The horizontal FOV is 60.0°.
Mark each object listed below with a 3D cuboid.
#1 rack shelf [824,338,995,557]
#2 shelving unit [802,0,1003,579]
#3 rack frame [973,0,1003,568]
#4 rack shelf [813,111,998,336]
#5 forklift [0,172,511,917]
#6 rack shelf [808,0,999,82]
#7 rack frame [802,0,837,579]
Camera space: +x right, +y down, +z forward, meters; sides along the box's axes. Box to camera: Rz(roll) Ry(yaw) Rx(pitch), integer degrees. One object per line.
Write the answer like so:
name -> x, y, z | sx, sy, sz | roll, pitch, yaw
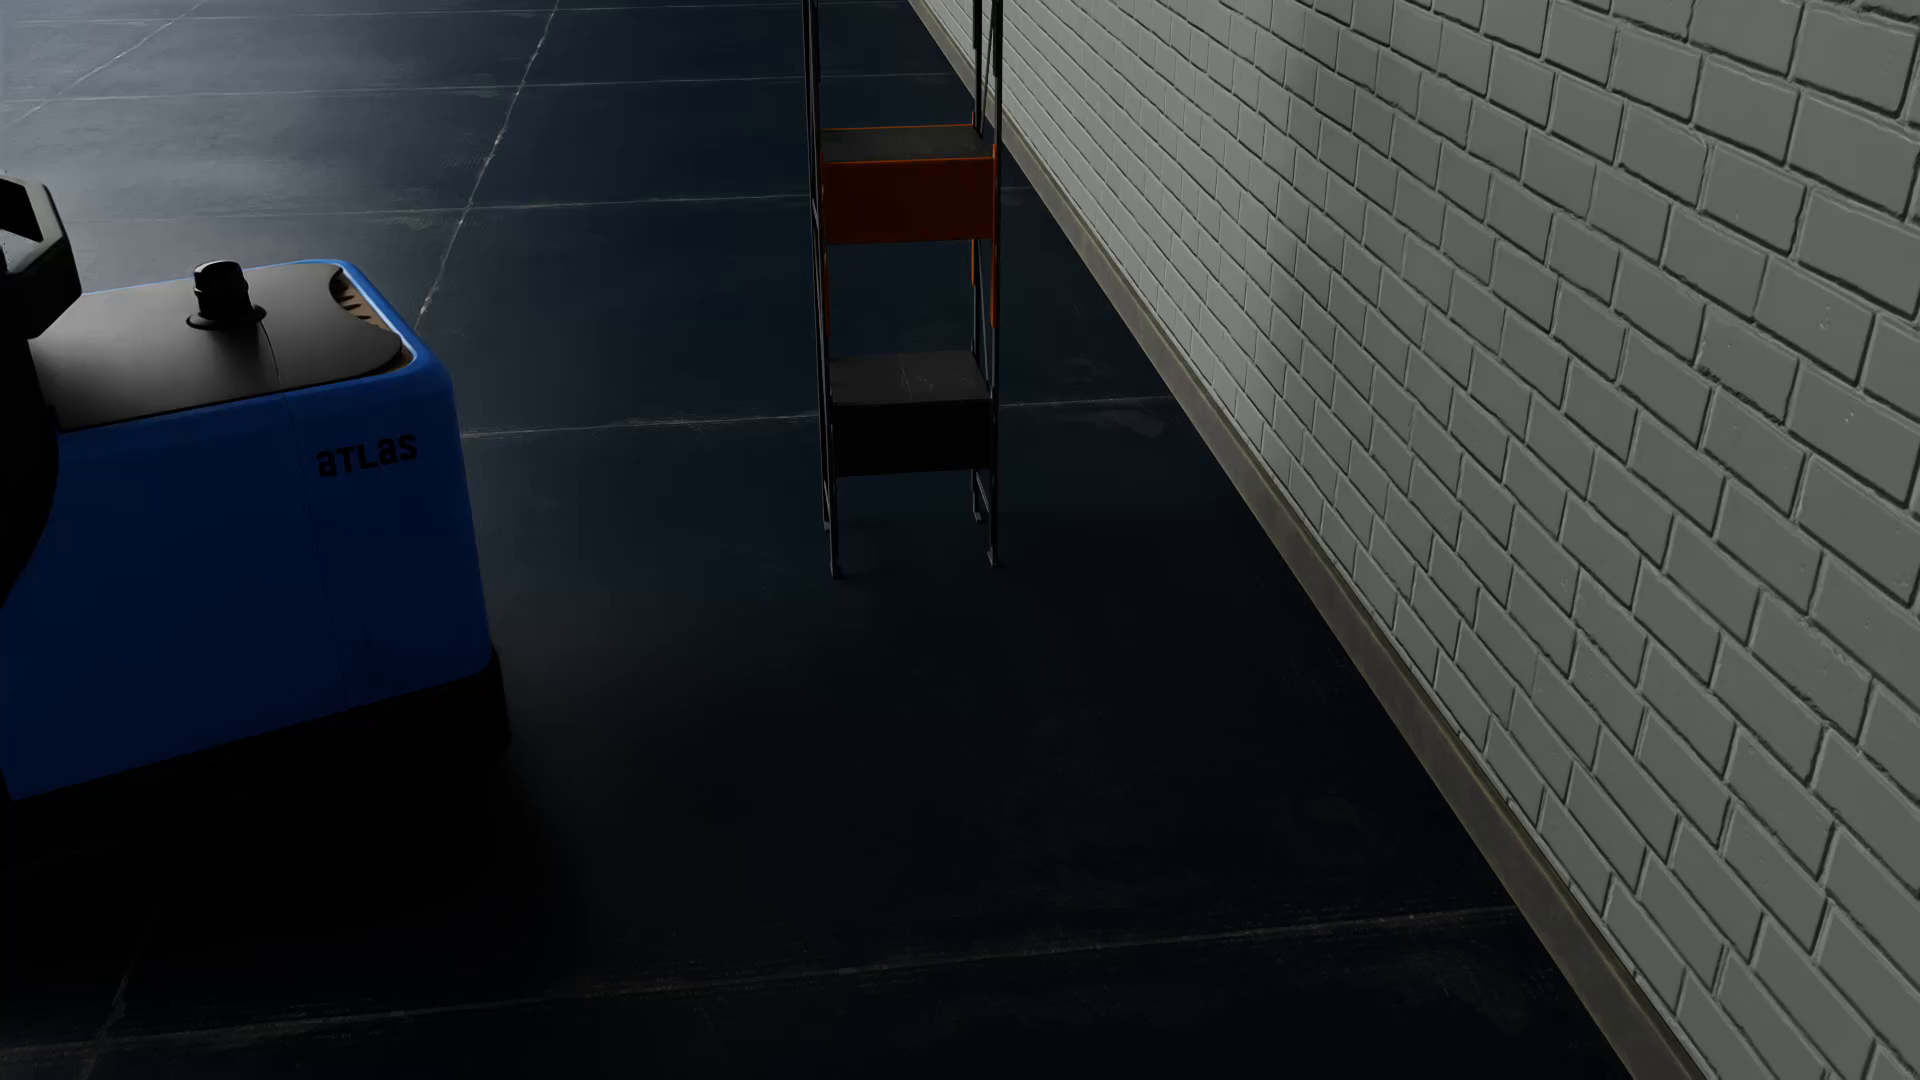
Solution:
rack shelf -> -0.164, -0.289, 5.076 | 0.480, 0.518, 0.431 | -4, 27, -7
shelving unit -> -0.164, -0.924, 4.750 | 0.503, 2.100, 0.431 | -4, 27, -7
rack frame -> 0.078, -0.939, 4.780 | 0.015, 2.100, 0.400 | -4, 27, -7
rack shelf -> -0.164, -0.912, 4.756 | 0.480, 0.518, 0.431 | -4, 27, -7
forklift -> -2.644, -0.570, 3.151 | 3.031, 2.935, 1.130 | -15, 31, -27
rack shelf -> -0.164, -1.534, 4.437 | 0.480, 0.518, 0.431 | -4, 27, -7
rack frame -> -0.406, -0.908, 4.720 | 0.015, 2.100, 0.400 | -4, 27, -7
